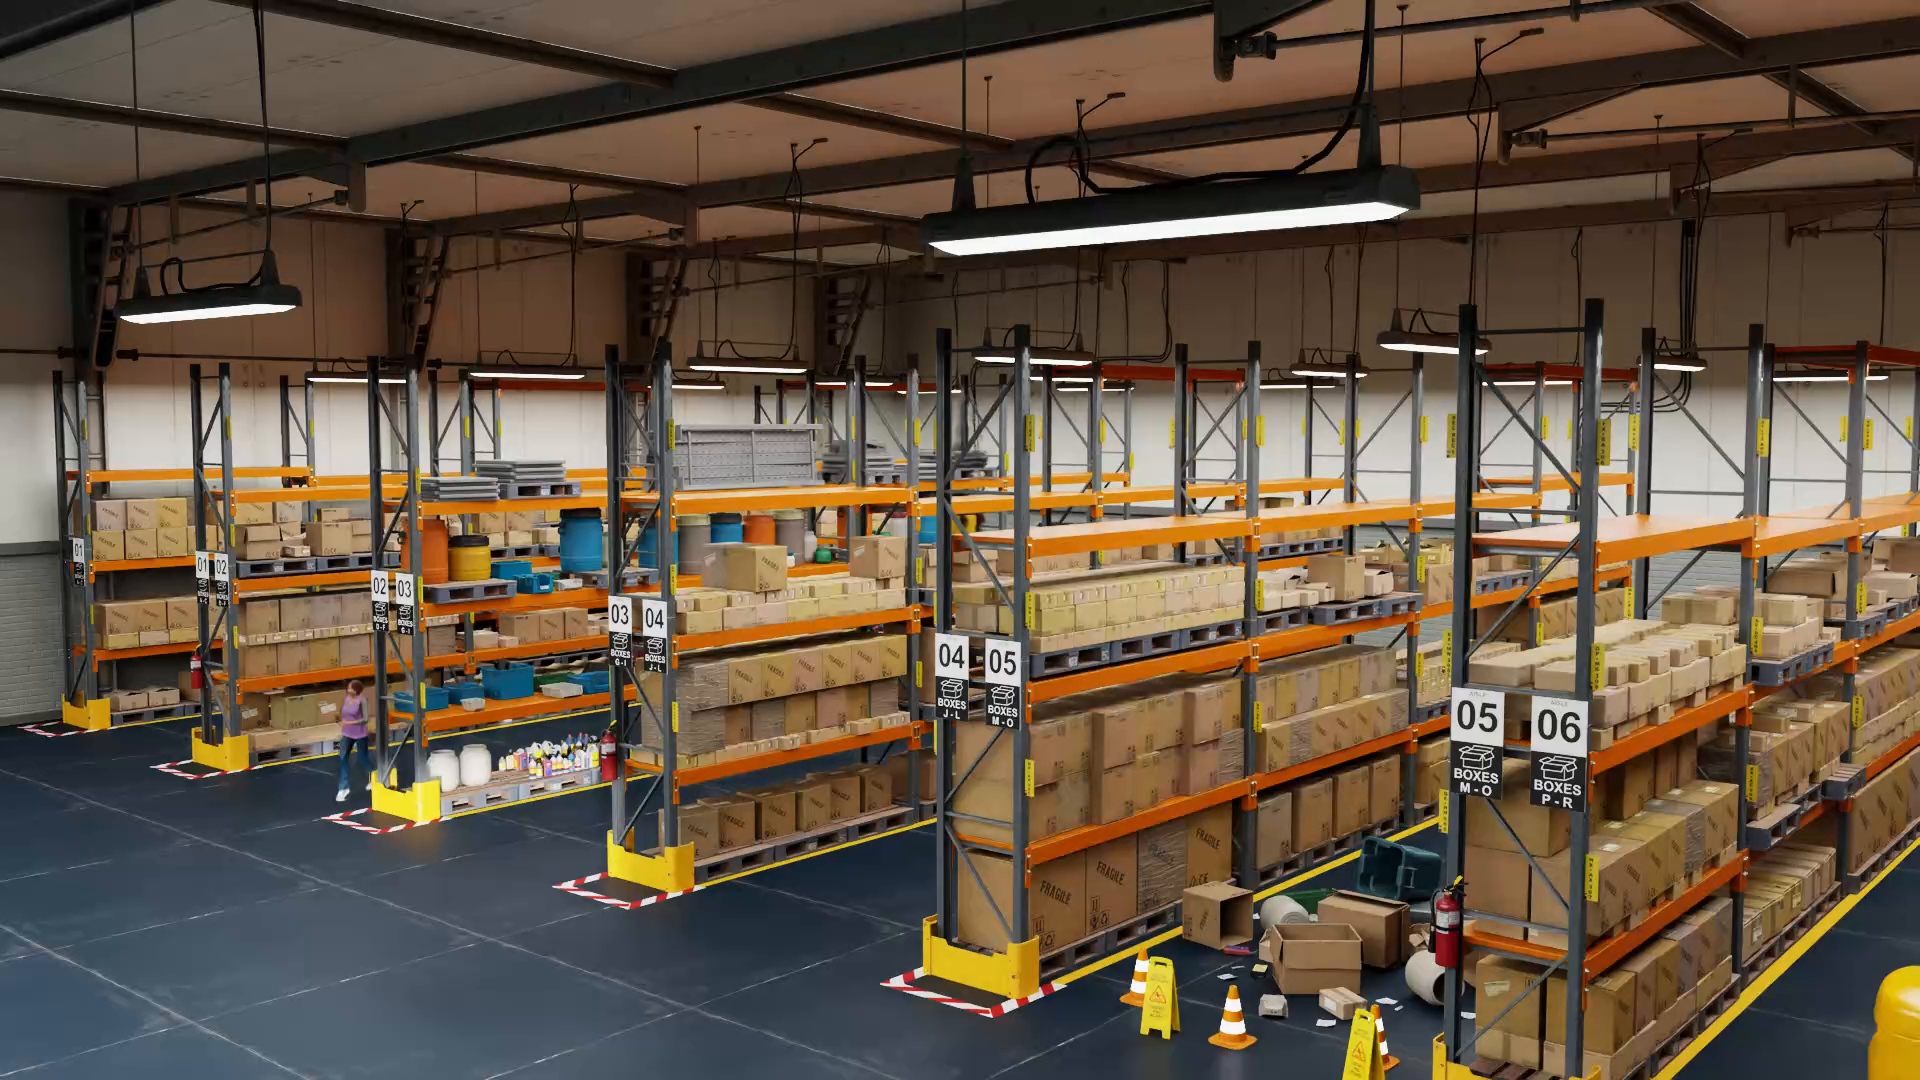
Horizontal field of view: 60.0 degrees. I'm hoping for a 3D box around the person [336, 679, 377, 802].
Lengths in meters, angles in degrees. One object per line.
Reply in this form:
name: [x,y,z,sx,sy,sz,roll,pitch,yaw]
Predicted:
person: [-8.269,2.714,22.799,0.523,1.636,0.761,1,4,18]
